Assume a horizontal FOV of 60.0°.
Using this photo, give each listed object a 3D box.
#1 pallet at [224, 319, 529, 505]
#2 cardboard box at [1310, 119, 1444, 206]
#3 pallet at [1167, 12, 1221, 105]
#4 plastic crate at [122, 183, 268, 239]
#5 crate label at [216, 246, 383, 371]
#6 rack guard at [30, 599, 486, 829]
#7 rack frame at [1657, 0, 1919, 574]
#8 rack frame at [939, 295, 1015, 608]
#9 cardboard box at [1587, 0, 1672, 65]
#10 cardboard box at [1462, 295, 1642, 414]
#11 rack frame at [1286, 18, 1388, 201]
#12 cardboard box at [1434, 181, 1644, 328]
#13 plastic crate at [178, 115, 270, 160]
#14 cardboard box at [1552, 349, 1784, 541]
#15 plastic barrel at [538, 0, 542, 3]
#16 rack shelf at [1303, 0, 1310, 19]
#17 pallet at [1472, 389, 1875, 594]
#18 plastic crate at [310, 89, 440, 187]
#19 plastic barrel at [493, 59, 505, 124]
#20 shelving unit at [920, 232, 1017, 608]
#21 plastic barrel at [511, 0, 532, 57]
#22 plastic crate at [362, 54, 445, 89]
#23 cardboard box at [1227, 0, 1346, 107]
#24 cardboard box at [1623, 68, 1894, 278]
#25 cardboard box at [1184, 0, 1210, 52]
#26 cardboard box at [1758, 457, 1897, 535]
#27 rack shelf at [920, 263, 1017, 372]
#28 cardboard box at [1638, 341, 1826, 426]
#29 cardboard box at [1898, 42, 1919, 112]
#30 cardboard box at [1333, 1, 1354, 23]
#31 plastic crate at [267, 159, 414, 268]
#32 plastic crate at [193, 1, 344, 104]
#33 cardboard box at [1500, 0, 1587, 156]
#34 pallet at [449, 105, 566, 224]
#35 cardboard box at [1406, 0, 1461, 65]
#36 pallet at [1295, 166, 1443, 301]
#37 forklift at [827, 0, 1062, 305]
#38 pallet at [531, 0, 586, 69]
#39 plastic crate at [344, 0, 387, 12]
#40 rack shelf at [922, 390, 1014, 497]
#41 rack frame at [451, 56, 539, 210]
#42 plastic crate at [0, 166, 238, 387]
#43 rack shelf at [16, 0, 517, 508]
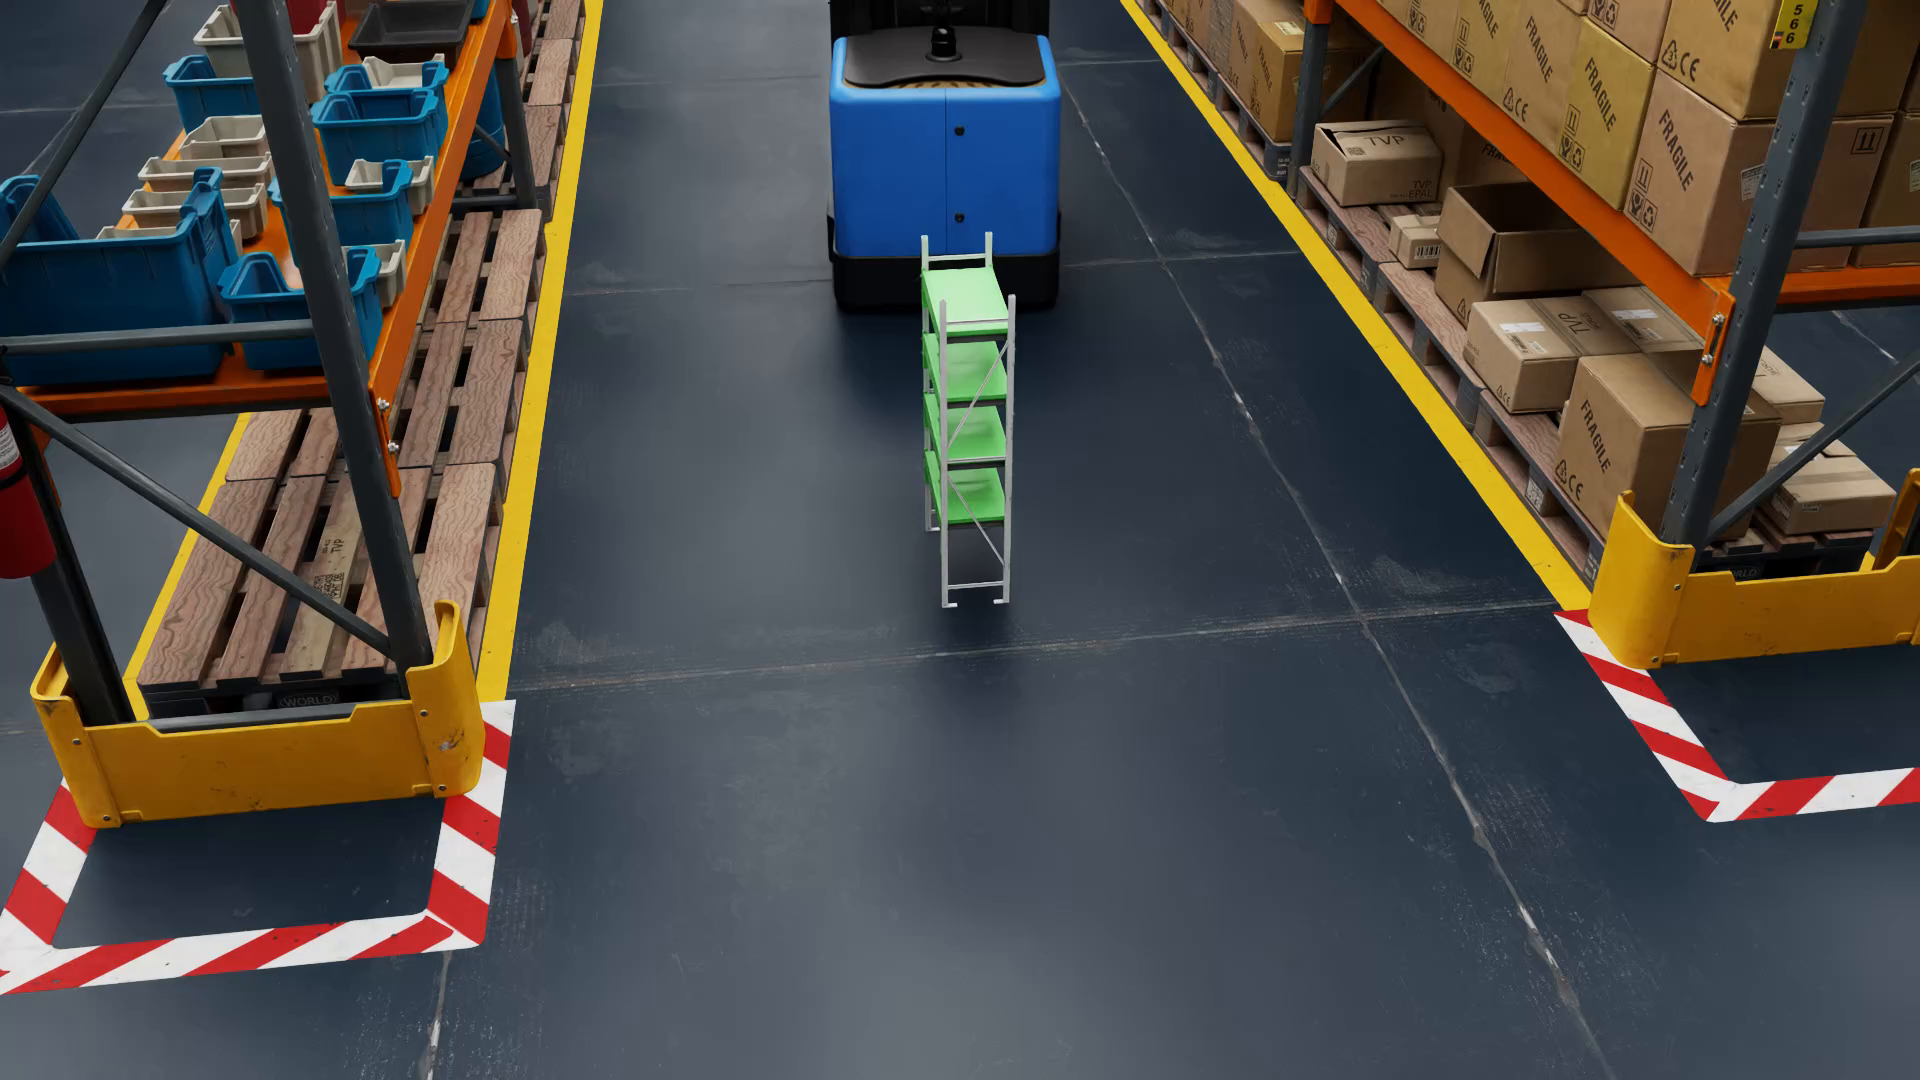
[{"bbox_3d":[-2.335,-0.513,6.815,1.003,0.211,1.213,-4,35,-6],"label":"pallet"},{"bbox_3d":[2.111,-1.948,8.441,0.500,0.311,0.500,-4,35,-6],"label":"cardboard box"},{"bbox_3d":[1.955,-3.109,10.624,1.003,0.211,1.213,-4,35,-6],"label":"pallet"},{"bbox_3d":[-2.416,-1.042,5.297,0.396,0.136,0.243,-4,35,-6],"label":"plastic crate"},{"bbox_3d":[-1.809,-0.641,4.622,0.416,0.233,0.303,-4,35,-6],"label":"crate label"},{"bbox_3d":[-2.086,0.523,5.039,1.175,0.500,0.348,-4,35,-6],"label":"rack guard"},{"bbox_3d":[2.807,-0.896,4.900,1.000,3.000,0.127,-4,35,-6],"label":"rack frame"},{"bbox_3d":[0.055,-0.267,5.577,0.240,1.200,0.015,-4,35,-6],"label":"rack frame"},{"bbox_3d":[2.406,-1.859,5.338,0.500,0.500,0.500,-3,34,-5],"label":"cardboard box"},{"bbox_3d":[2.391,-0.758,6.750,0.500,0.250,0.500,-4,35,-6],"label":"cardboard box"},{"bbox_3d":[2.269,-3.128,8.176,1.000,3.000,0.127,-4,35,-6],"label":"rack frame"},{"bbox_3d":[2.527,-1.230,7.217,0.797,0.503,0.637,-4,35,-6],"label":"cardboard box"},{"bbox_3d":[-2.536,-1.360,5.763,0.298,0.136,0.250,-4,35,-6],"label":"plastic crate"},{"bbox_3d":[2.490,-0.329,5.898,0.500,0.500,0.500,-4,35,-6],"label":"cardboard box"},{"bbox_3d":[-3.095,-3.992,10.998,0.600,0.830,0.708,-4,35,-6],"label":"plastic barrel"},{"bbox_3d":[2.000,-3.946,10.016,1.077,0.370,4.000,-4,35,-6],"label":"rack shelf"},{"bbox_3d":[2.688,-0.230,6.401,1.003,0.211,1.213,-4,35,-6],"label":"pallet"},{"bbox_3d":[-1.986,-1.376,5.700,0.416,0.233,0.300,-4,35,-6],"label":"plastic crate"},{"bbox_3d":[-2.792,-2.761,9.128,0.600,0.901,0.708,-4,35,-6],"label":"plastic barrel"},{"bbox_3d":[0.022,-0.403,5.777,0.258,1.200,0.503,-4,35,-6],"label":"shelving unit"},{"bbox_3d":[-2.943,-3.262,10.141,0.600,0.588,0.708,-4,35,-6],"label":"plastic barrel"},{"bbox_3d":[-2.108,-1.721,6.293,0.293,0.136,0.466,-4,35,-6],"label":"plastic crate"},{"bbox_3d":[1.860,-2.807,9.534,0.500,0.500,0.500,-4,35,-6],"label":"cardboard box"},{"bbox_3d":[2.477,-1.166,5.209,0.500,0.500,0.500,-3,34,-5],"label":"cardboard box"},{"bbox_3d":[1.723,-3.370,10.361,0.500,0.500,0.500,-5,35,-8],"label":"cardboard box"},{"bbox_3d":[3.091,-0.159,5.961,0.380,0.149,0.250,-4,35,-6],"label":"cardboard box"},{"bbox_3d":[0.022,-0.747,5.542,0.258,0.148,0.480,-4,35,-6],"label":"rack shelf"},{"bbox_3d":[2.947,-0.545,6.437,0.500,0.250,0.500,-4,35,-6],"label":"cardboard box"},{"bbox_3d":[3.008,-1.618,4.983,0.500,0.500,0.500,-3,34,-5],"label":"cardboard box"},{"bbox_3d":[2.362,-2.862,9.615,0.500,0.500,0.500,-4,34,-6],"label":"cardboard box"},{"bbox_3d":[-1.898,-1.008,5.161,0.416,0.233,0.300,-4,35,-6],"label":"plastic crate"},{"bbox_3d":[-2.617,-1.864,6.374,0.437,0.282,0.530,-4,35,-6],"label":"plastic crate"},{"bbox_3d":[2.342,-1.734,6.042,0.500,0.500,0.500,-4,34,-6],"label":"cardboard box"},{"bbox_3d":[-2.703,-2.036,9.050,1.003,0.211,1.213,-4,35,-6],"label":"pallet"},{"bbox_3d":[2.204,-2.299,6.871,0.500,0.500,0.500,-5,35,-7],"label":"cardboard box"},{"bbox_3d":[2.360,-1.592,8.399,1.003,0.211,1.213,-4,35,-6],"label":"pallet"},{"bbox_3d":[-0.109,-3.101,8.197,1.130,2.935,3.031,-1,34,-2],"label":"forklift"},{"bbox_3d":[-3.031,-3.398,11.048,1.003,0.211,1.213,-4,35,-6],"label":"pallet"},{"bbox_3d":[-2.719,-2.400,7.289,0.396,0.136,0.243,-4,35,-6],"label":"plastic crate"},{"bbox_3d":[0.022,-0.351,5.813,0.258,0.148,0.480,-4,35,-6],"label":"rack shelf"},{"bbox_3d":[-2.640,-2.755,7.628,1.000,3.000,0.127,-4,35,-6],"label":"rack frame"},{"bbox_3d":[-2.332,-0.735,4.580,0.616,0.435,0.499,-4,35,-6],"label":"plastic crate"},{"bbox_3d":[-2.371,-1.341,6.193,1.077,0.370,4.000,-4,35,-6],"label":"rack shelf"}]
